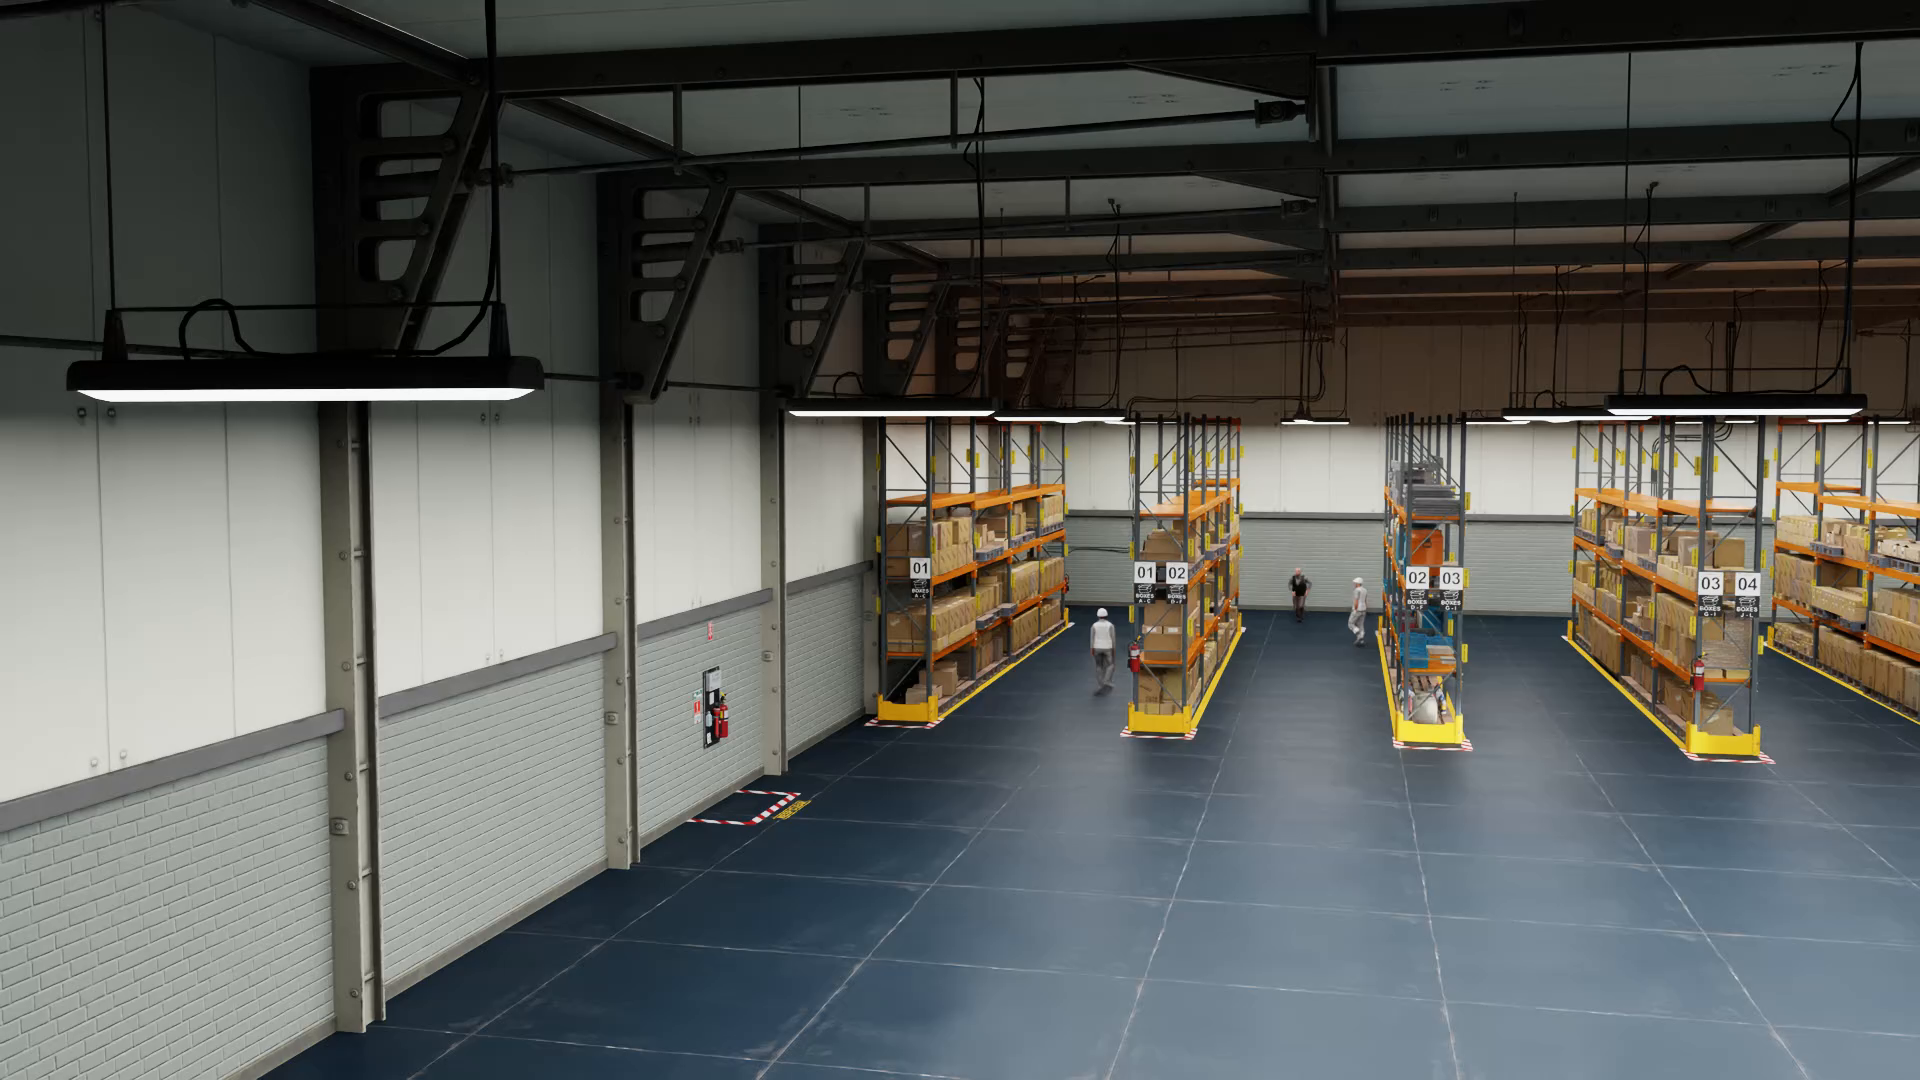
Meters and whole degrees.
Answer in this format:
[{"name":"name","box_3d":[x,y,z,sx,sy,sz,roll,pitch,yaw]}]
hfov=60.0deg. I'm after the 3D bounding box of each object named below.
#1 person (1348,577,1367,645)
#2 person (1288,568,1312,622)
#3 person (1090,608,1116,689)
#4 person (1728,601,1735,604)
[{"name":"person","box_3d":[10.505,1.875,43.690,0.472,1.790,0.602,4,5,44]},{"name":"person","box_3d":[9.962,1.614,48.734,0.696,1.630,0.715,2,4,21]},{"name":"person","box_3d":[3.131,2.382,36.392,0.566,1.772,0.537,1,4,12]},{"name":"person","box_3d":[19.638,2.013,42.525,0.479,1.618,1.031,1,4,14]}]
